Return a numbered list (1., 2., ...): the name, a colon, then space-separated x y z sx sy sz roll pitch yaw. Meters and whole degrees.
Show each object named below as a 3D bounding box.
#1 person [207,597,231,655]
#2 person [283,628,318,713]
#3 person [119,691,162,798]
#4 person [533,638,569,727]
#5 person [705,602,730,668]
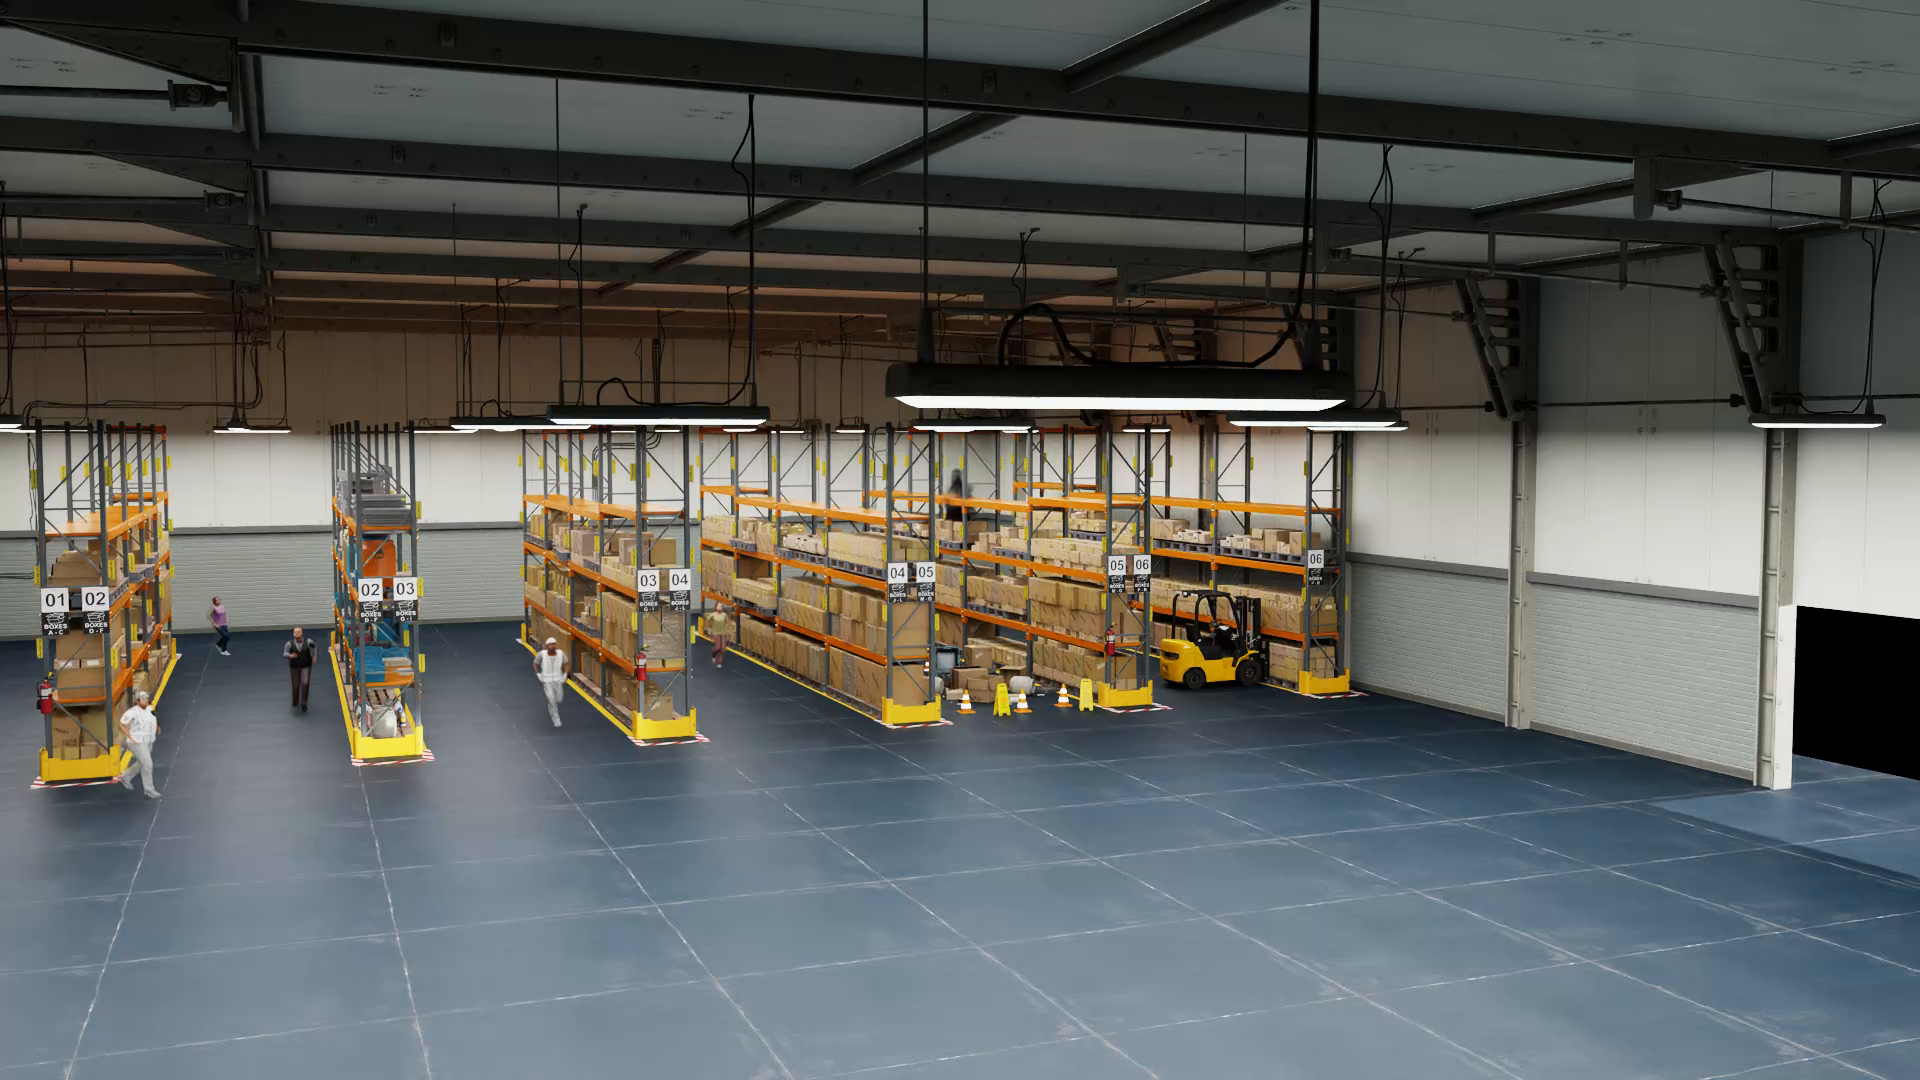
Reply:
1. person: -19.305 2.250 43.425 0.464 1.554 0.571 1 4 21
2. person: -13.752 2.700 34.687 0.663 1.770 0.902 -1 4 -18
3. person: -13.046 3.235 26.449 0.820 1.683 0.603 1 4 15
4. person: -8.106 2.797 33.002 0.706 1.753 0.780 -2 4 -24
5. person: -5.942 2.345 41.045 0.581 1.630 0.540 -2 4 -26
